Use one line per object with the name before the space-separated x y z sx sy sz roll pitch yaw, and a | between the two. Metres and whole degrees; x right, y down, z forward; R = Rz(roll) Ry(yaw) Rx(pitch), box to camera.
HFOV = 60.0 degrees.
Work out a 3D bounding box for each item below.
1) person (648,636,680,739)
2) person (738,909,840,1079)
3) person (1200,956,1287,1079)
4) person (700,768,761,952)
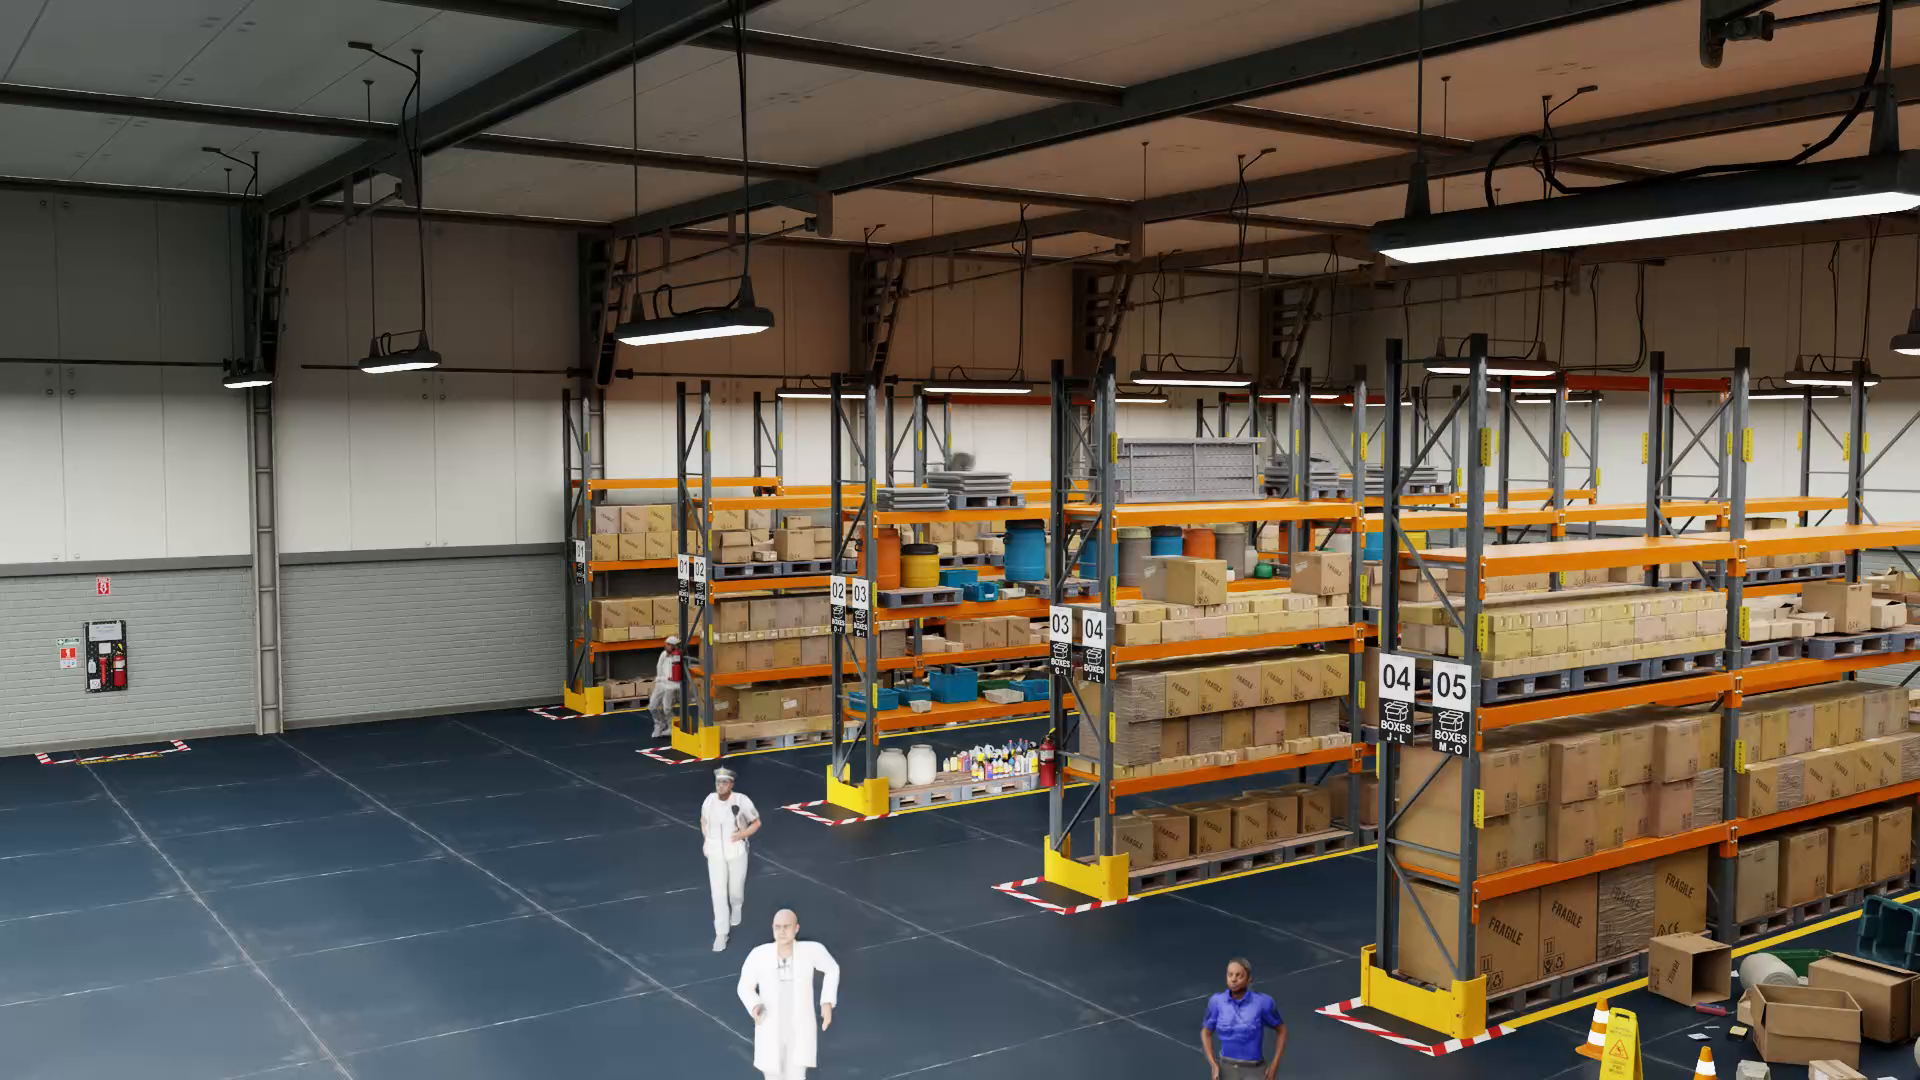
person | -4.930 2.491 28.021 0.678 1.762 0.619 3 4 35
person | -1.233 3.520 11.901 0.724 1.757 1.052 0 4 0
person | 1.915 3.638 11.306 0.581 1.592 0.513 1 4 17
person | -2.352 3.196 16.945 0.650 1.797 0.868 0 4 2
